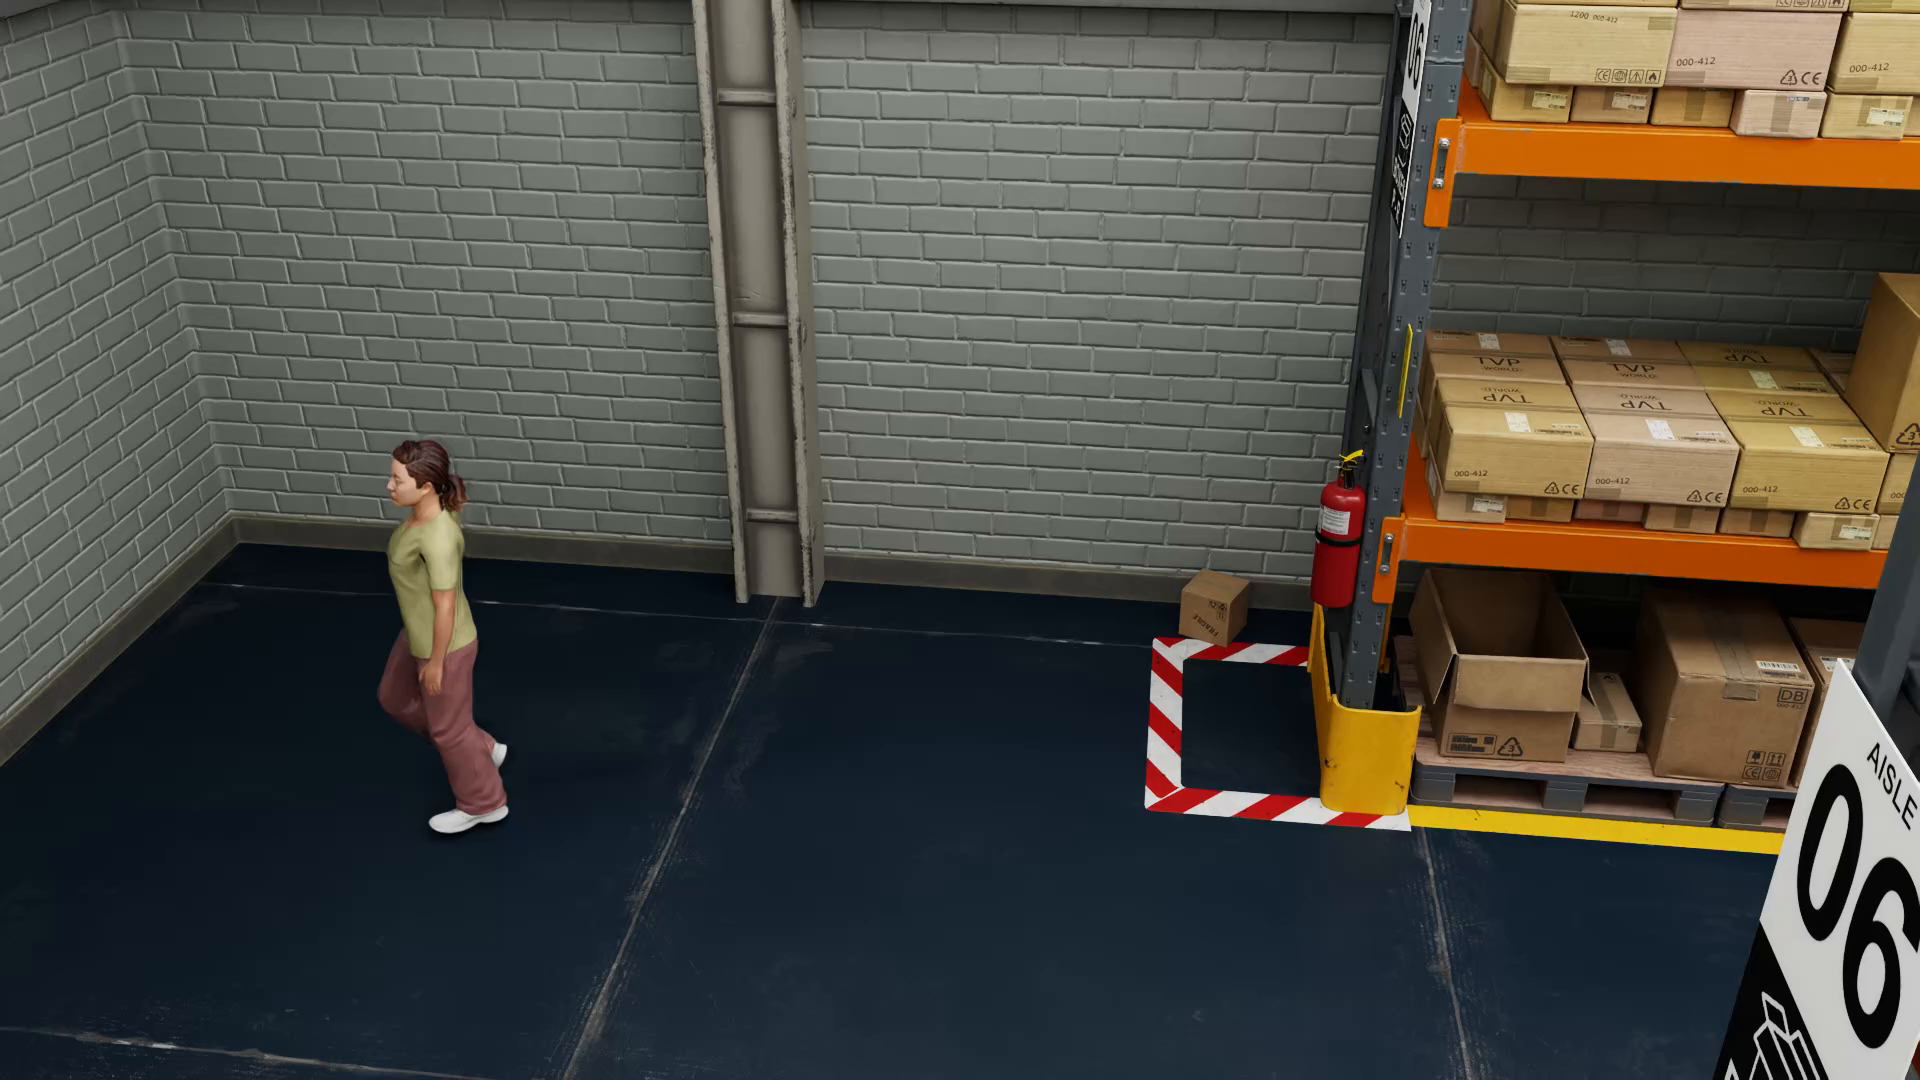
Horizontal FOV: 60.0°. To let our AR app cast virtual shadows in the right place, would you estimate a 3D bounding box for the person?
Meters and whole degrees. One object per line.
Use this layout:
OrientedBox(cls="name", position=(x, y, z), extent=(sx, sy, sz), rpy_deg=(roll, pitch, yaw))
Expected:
OrientedBox(cls="person", position=(-2.082, 0.535, 6.406), extent=(0.500, 1.450, 0.468), rpy_deg=(-11, 30, -19))
